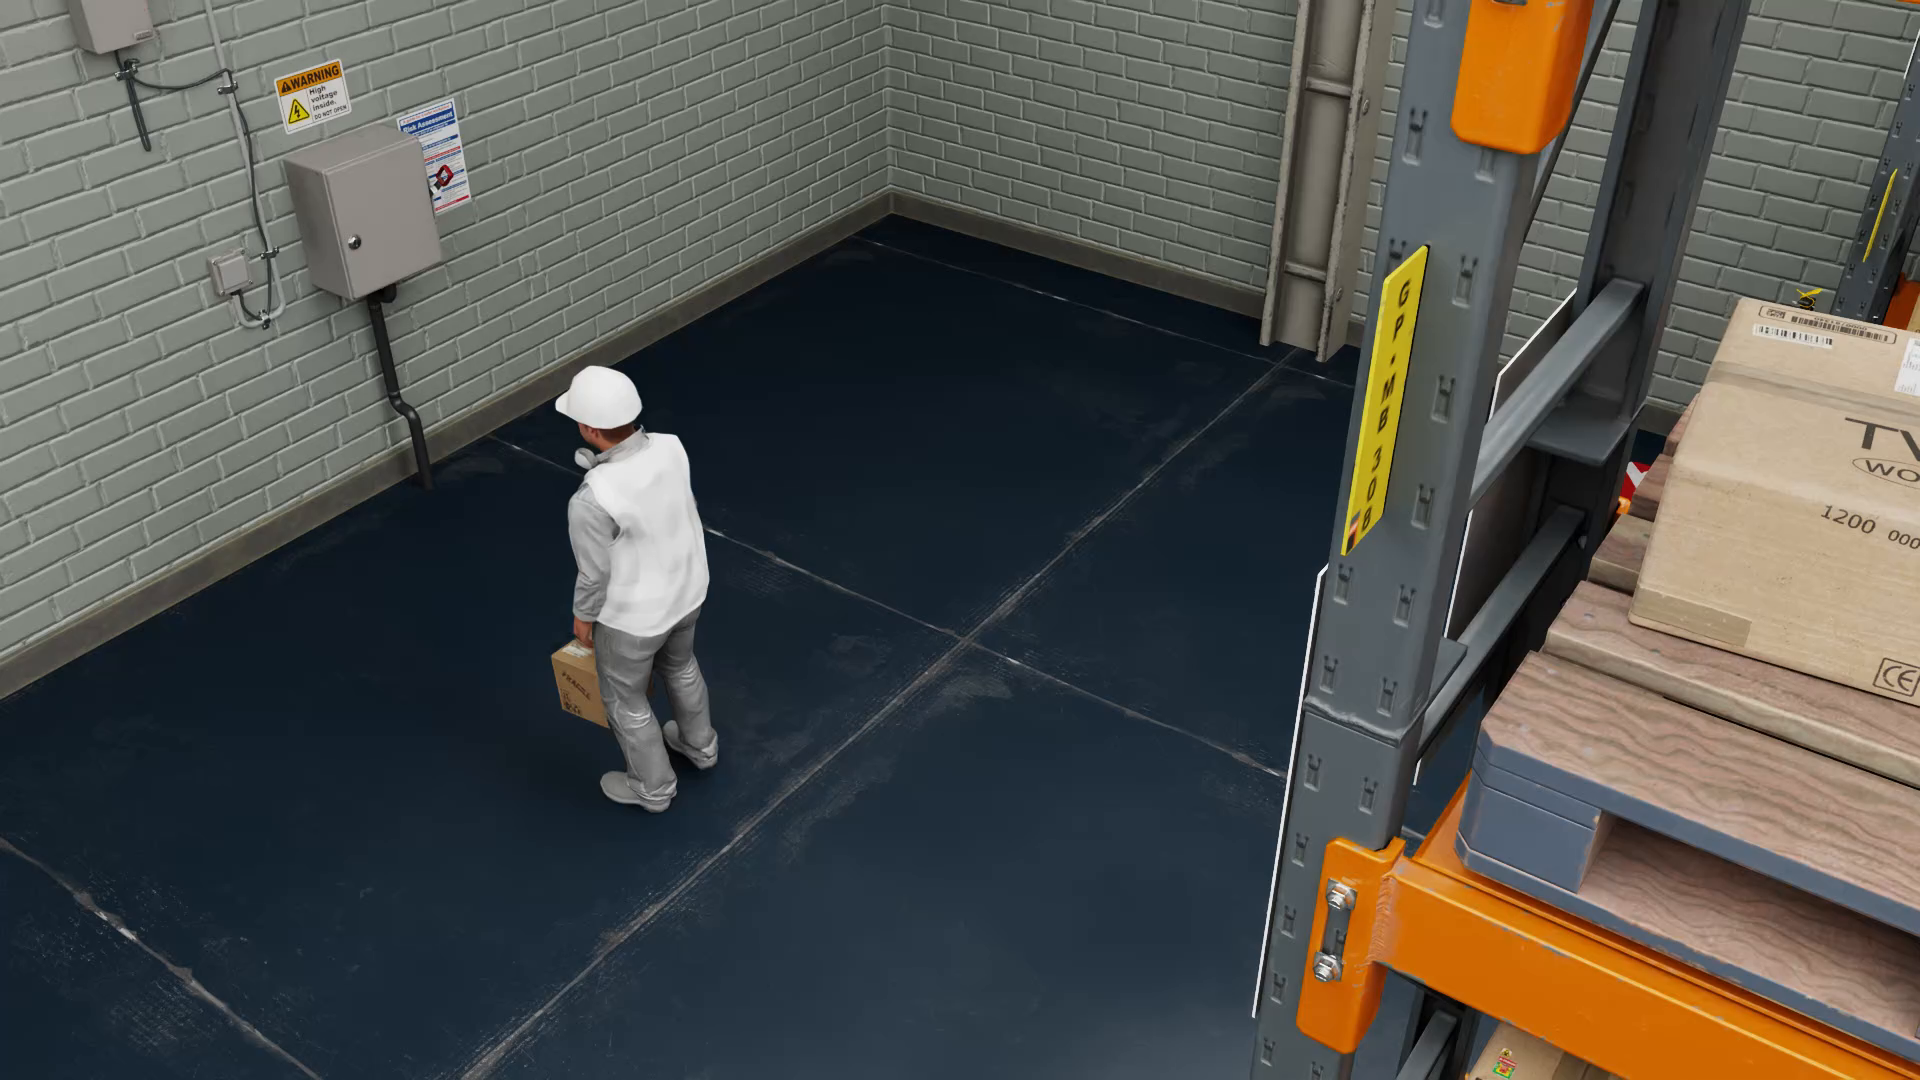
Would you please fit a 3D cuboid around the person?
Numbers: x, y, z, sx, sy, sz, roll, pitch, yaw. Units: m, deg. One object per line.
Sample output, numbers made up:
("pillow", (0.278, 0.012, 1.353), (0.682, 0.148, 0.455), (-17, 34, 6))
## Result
("person", (-1.115, 0.192, 5.838), (0.439, 1.772, 0.563), (20, 39, 27))
